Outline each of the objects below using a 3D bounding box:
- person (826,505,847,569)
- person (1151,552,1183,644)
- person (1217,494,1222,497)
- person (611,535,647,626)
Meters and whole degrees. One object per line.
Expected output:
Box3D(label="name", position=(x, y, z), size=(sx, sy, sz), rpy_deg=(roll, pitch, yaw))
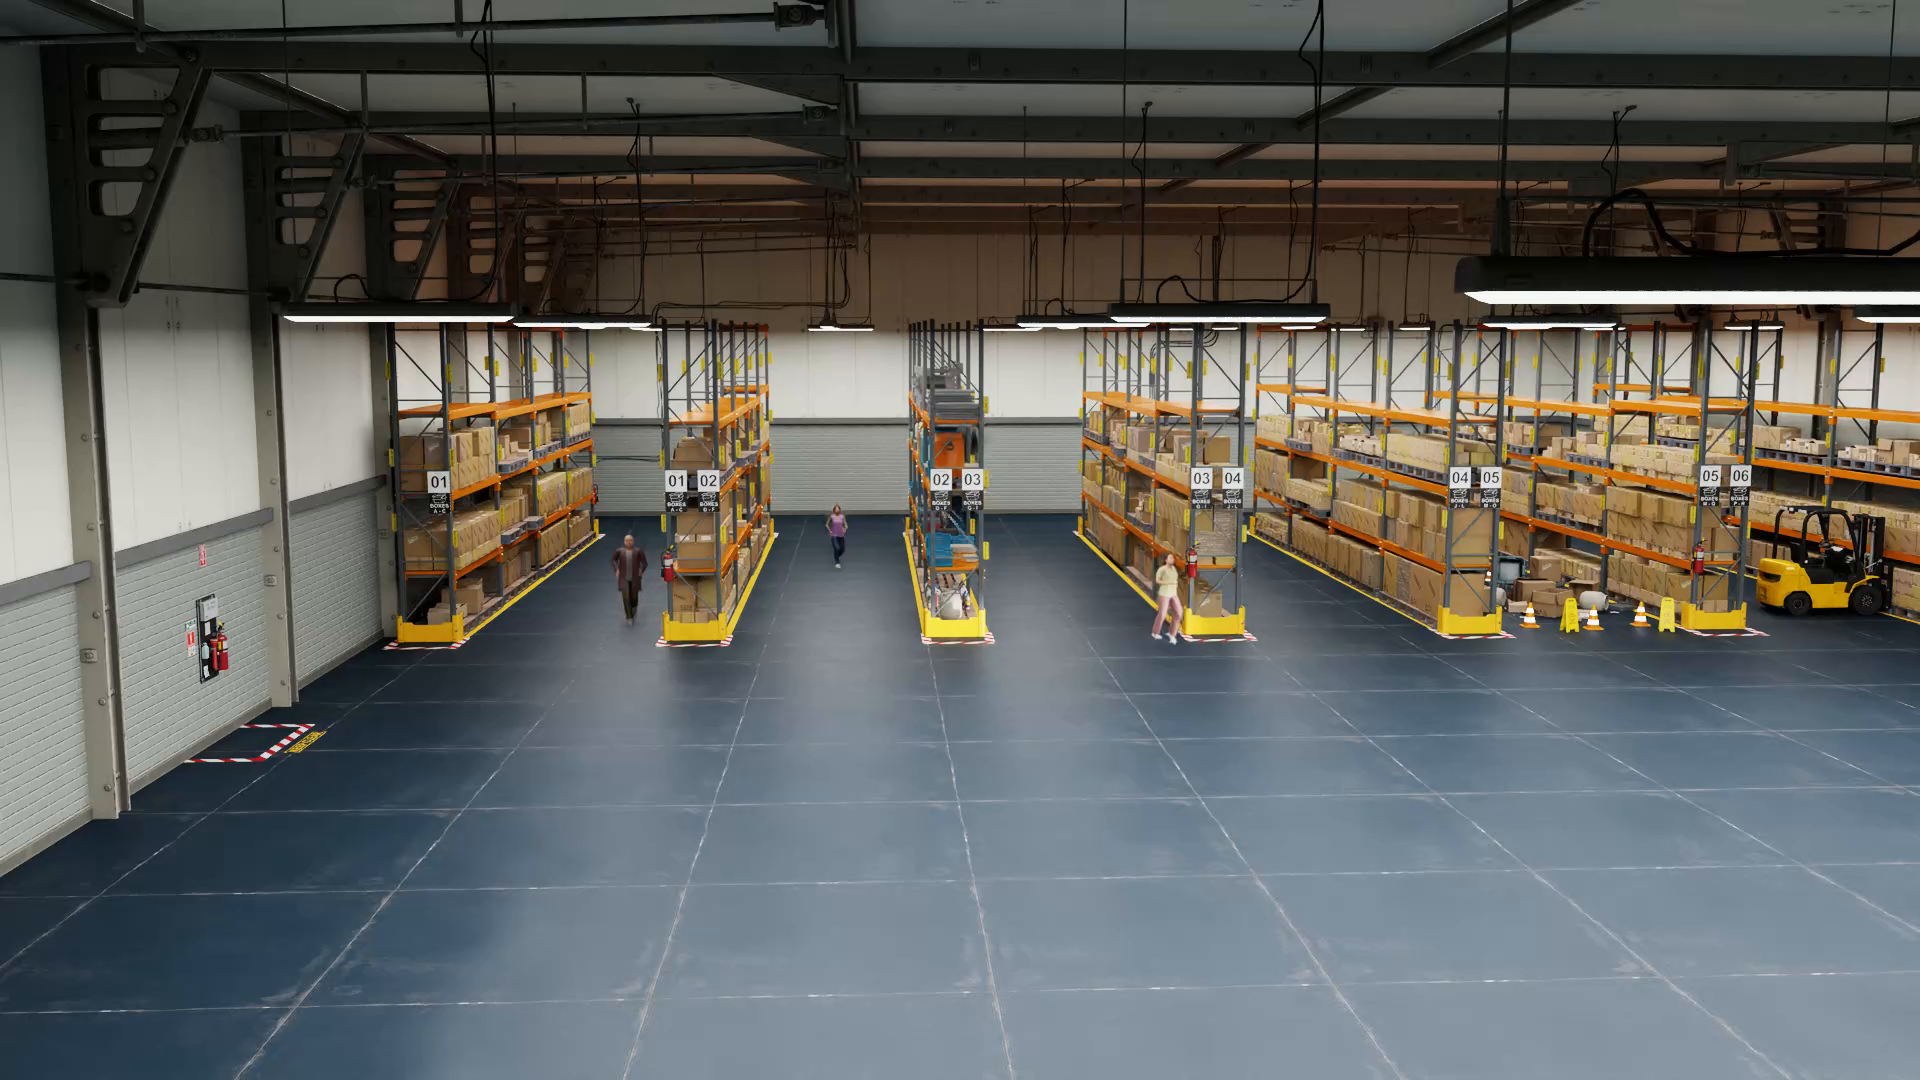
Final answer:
Box3D(label="person", position=(-3.035, -0.092, 40.881), size=(0.529, 1.549, 0.594), rpy_deg=(-2, 7, -14))
Box3D(label="person", position=(3.871, 1.075, 31.034), size=(0.575, 1.717, 0.646), rpy_deg=(-4, 8, -30))
Box3D(label="person", position=(7.296, -0.880, 47.052), size=(0.707, 1.682, 1.034), rpy_deg=(2, 7, 17))
Box3D(label="person", position=(-6.586, 0.781, 33.112), size=(0.711, 1.769, 0.900), rpy_deg=(-1, 7, -10))
